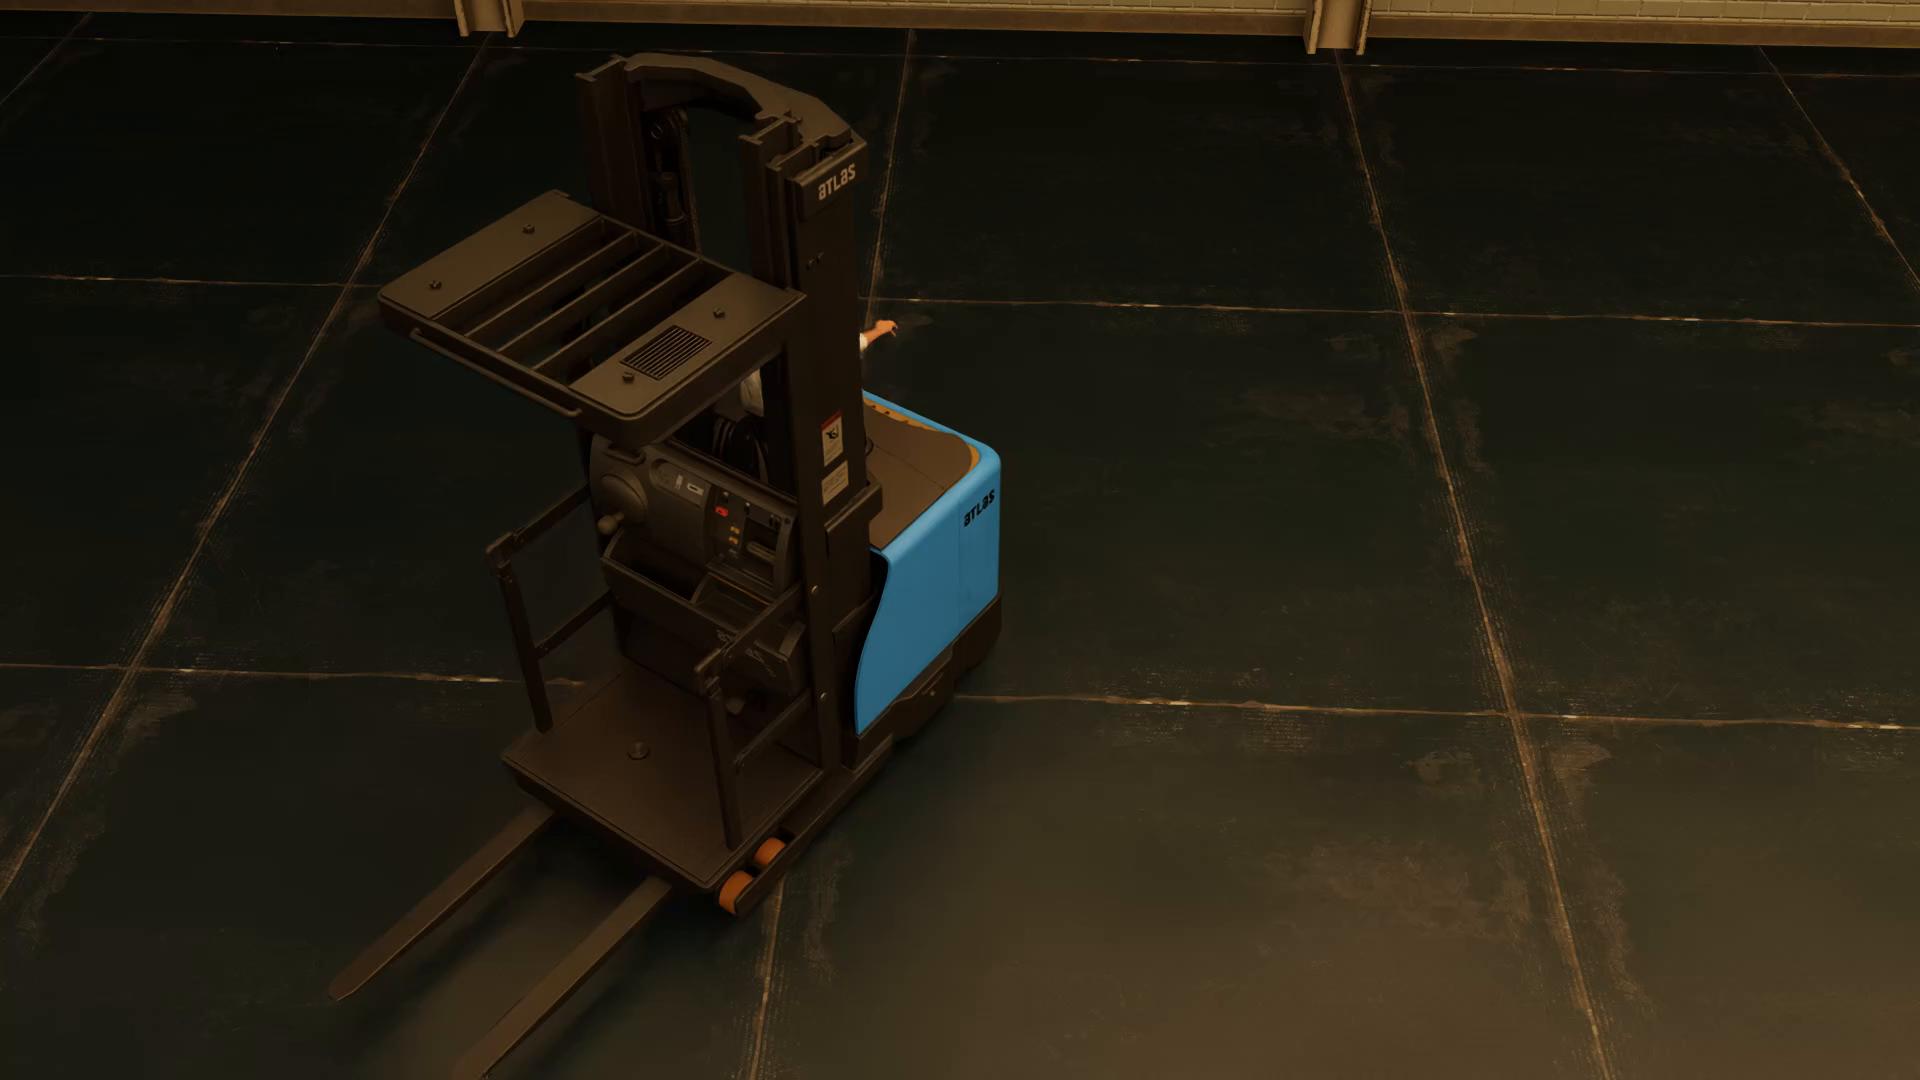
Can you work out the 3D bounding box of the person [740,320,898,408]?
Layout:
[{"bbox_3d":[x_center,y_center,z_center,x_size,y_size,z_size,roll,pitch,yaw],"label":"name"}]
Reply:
[{"bbox_3d":[-0.662,-0.742,7.749,0.758,1.387,1.034,-6,43,-7],"label":"person"}]

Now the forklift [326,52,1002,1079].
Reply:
[{"bbox_3d":[-1.082,-0.028,5.773,1.130,2.935,3.031,26,48,25],"label":"forklift"}]
